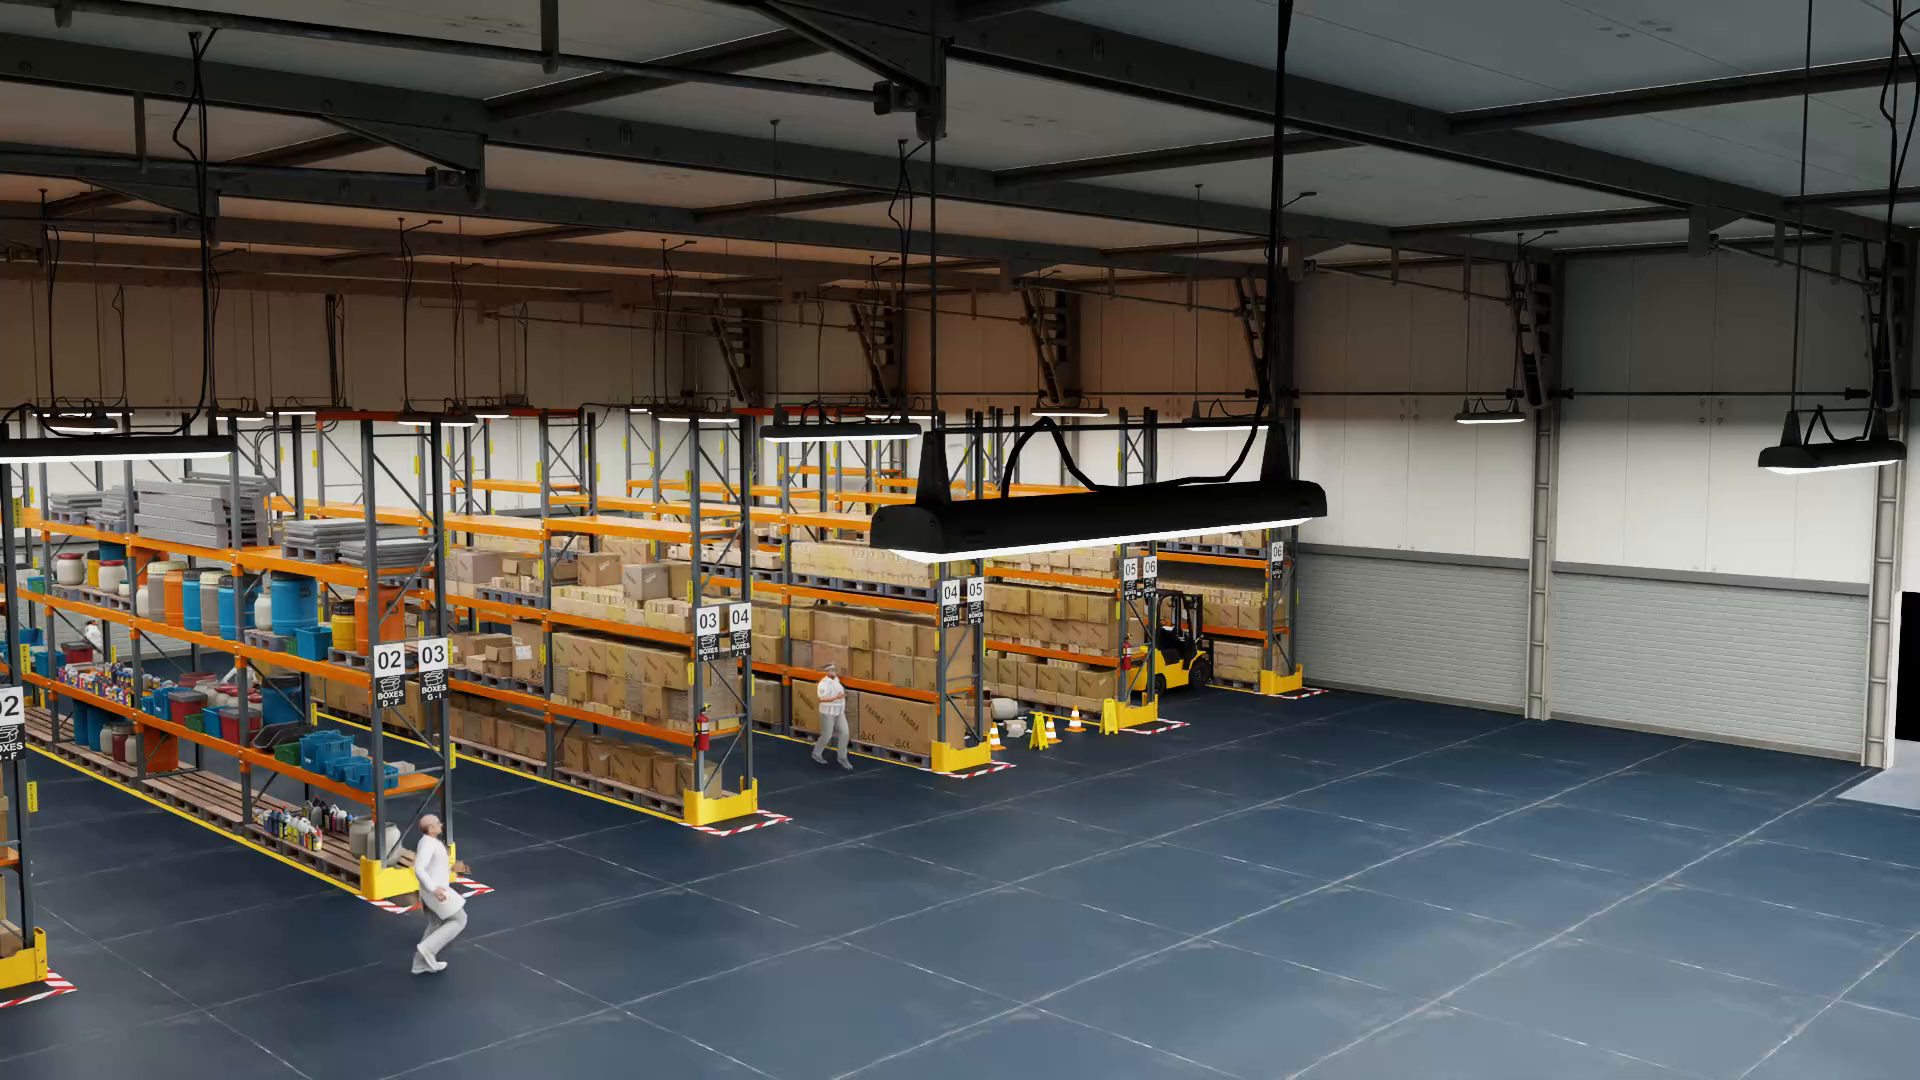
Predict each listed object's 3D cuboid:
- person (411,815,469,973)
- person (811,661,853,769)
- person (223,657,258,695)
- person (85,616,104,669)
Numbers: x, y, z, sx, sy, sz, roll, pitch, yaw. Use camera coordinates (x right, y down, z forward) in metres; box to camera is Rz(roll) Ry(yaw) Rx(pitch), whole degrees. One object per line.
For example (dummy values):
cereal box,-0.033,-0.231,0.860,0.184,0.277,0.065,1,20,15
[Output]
person,-5.672,3.845,18.148,0.646,1.732,0.691,-3,6,-28
person,-2.175,2.954,28.111,0.771,1.840,0.645,4,6,38
person,-12.965,2.869,30.111,0.694,1.630,0.503,3,6,27
person,-18.435,2.392,35.446,0.548,1.623,0.607,-4,7,-40
